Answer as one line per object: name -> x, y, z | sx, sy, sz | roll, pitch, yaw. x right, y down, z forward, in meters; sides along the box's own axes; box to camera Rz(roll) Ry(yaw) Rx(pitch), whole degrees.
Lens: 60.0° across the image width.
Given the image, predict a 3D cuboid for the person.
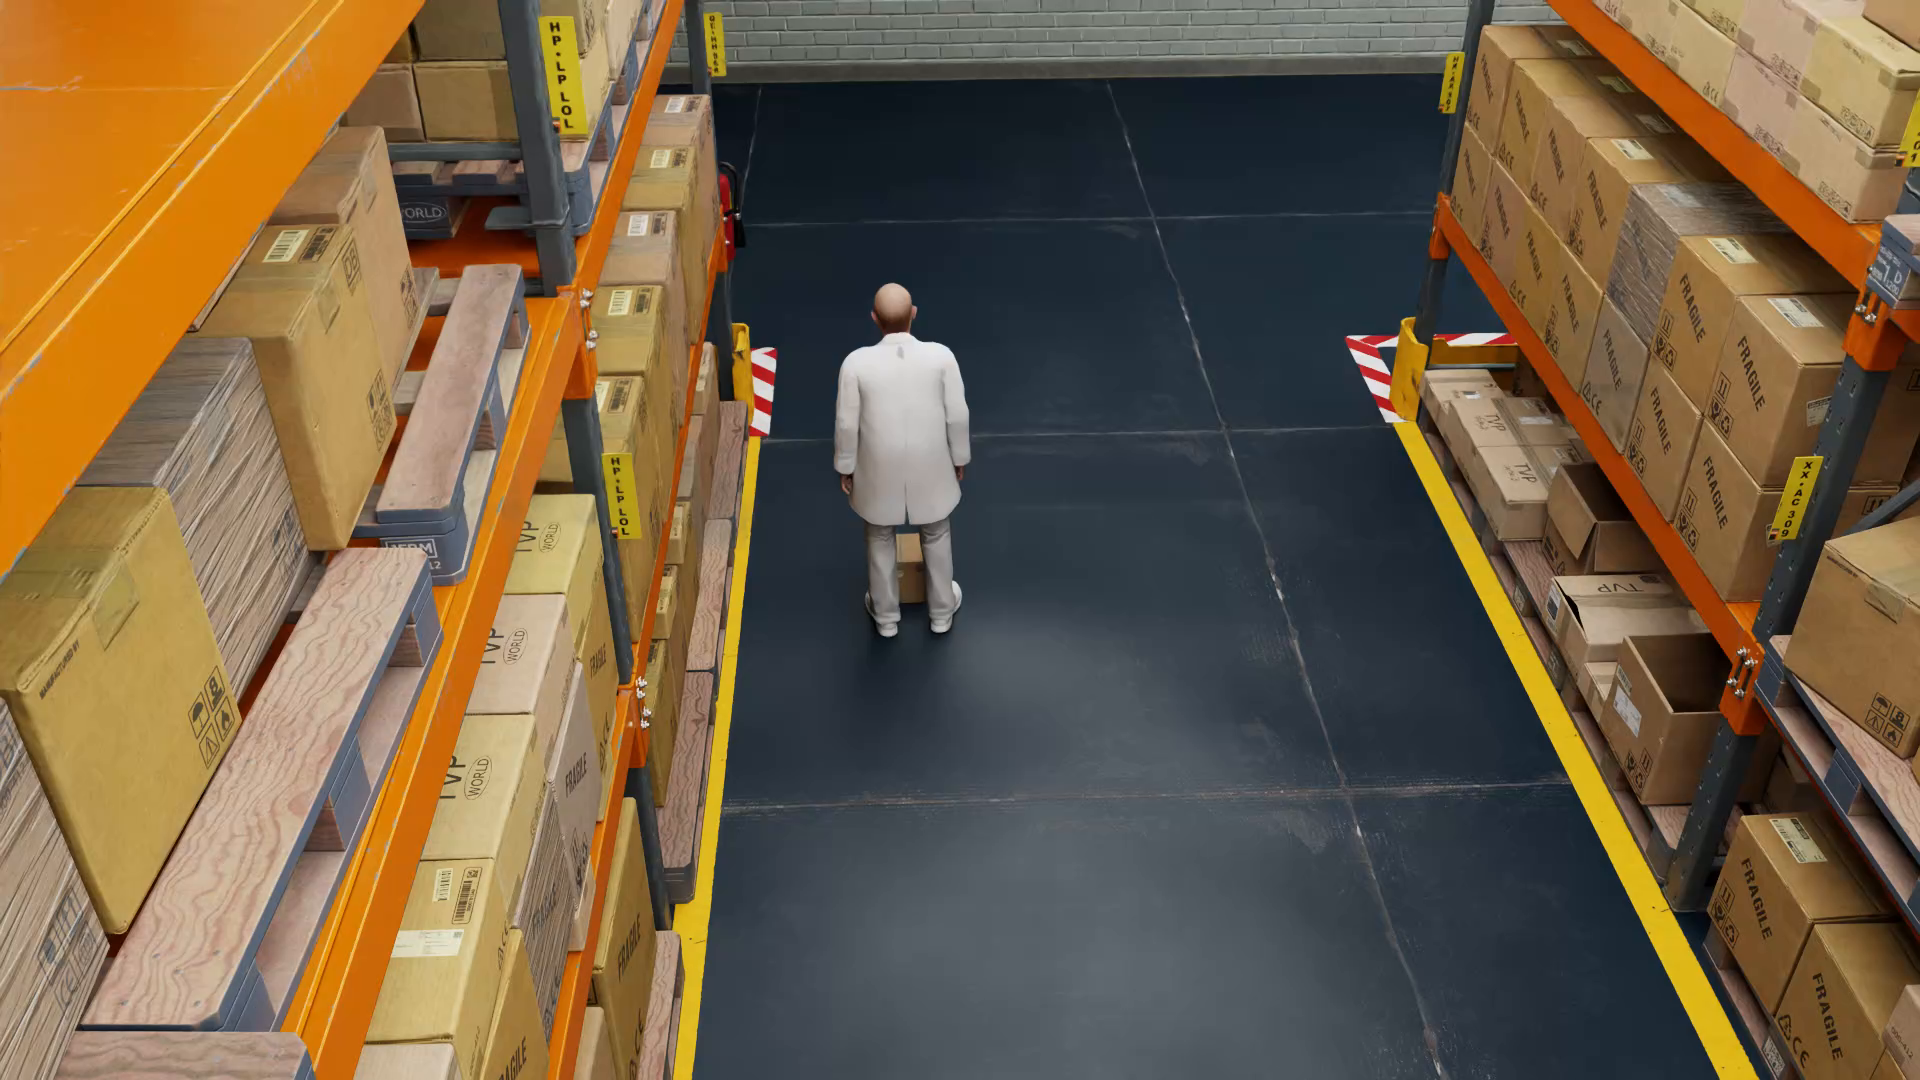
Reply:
person -> -0.265, -0.346, 7.658 | 0.635, 1.773, 0.427 | -4, 35, -5
